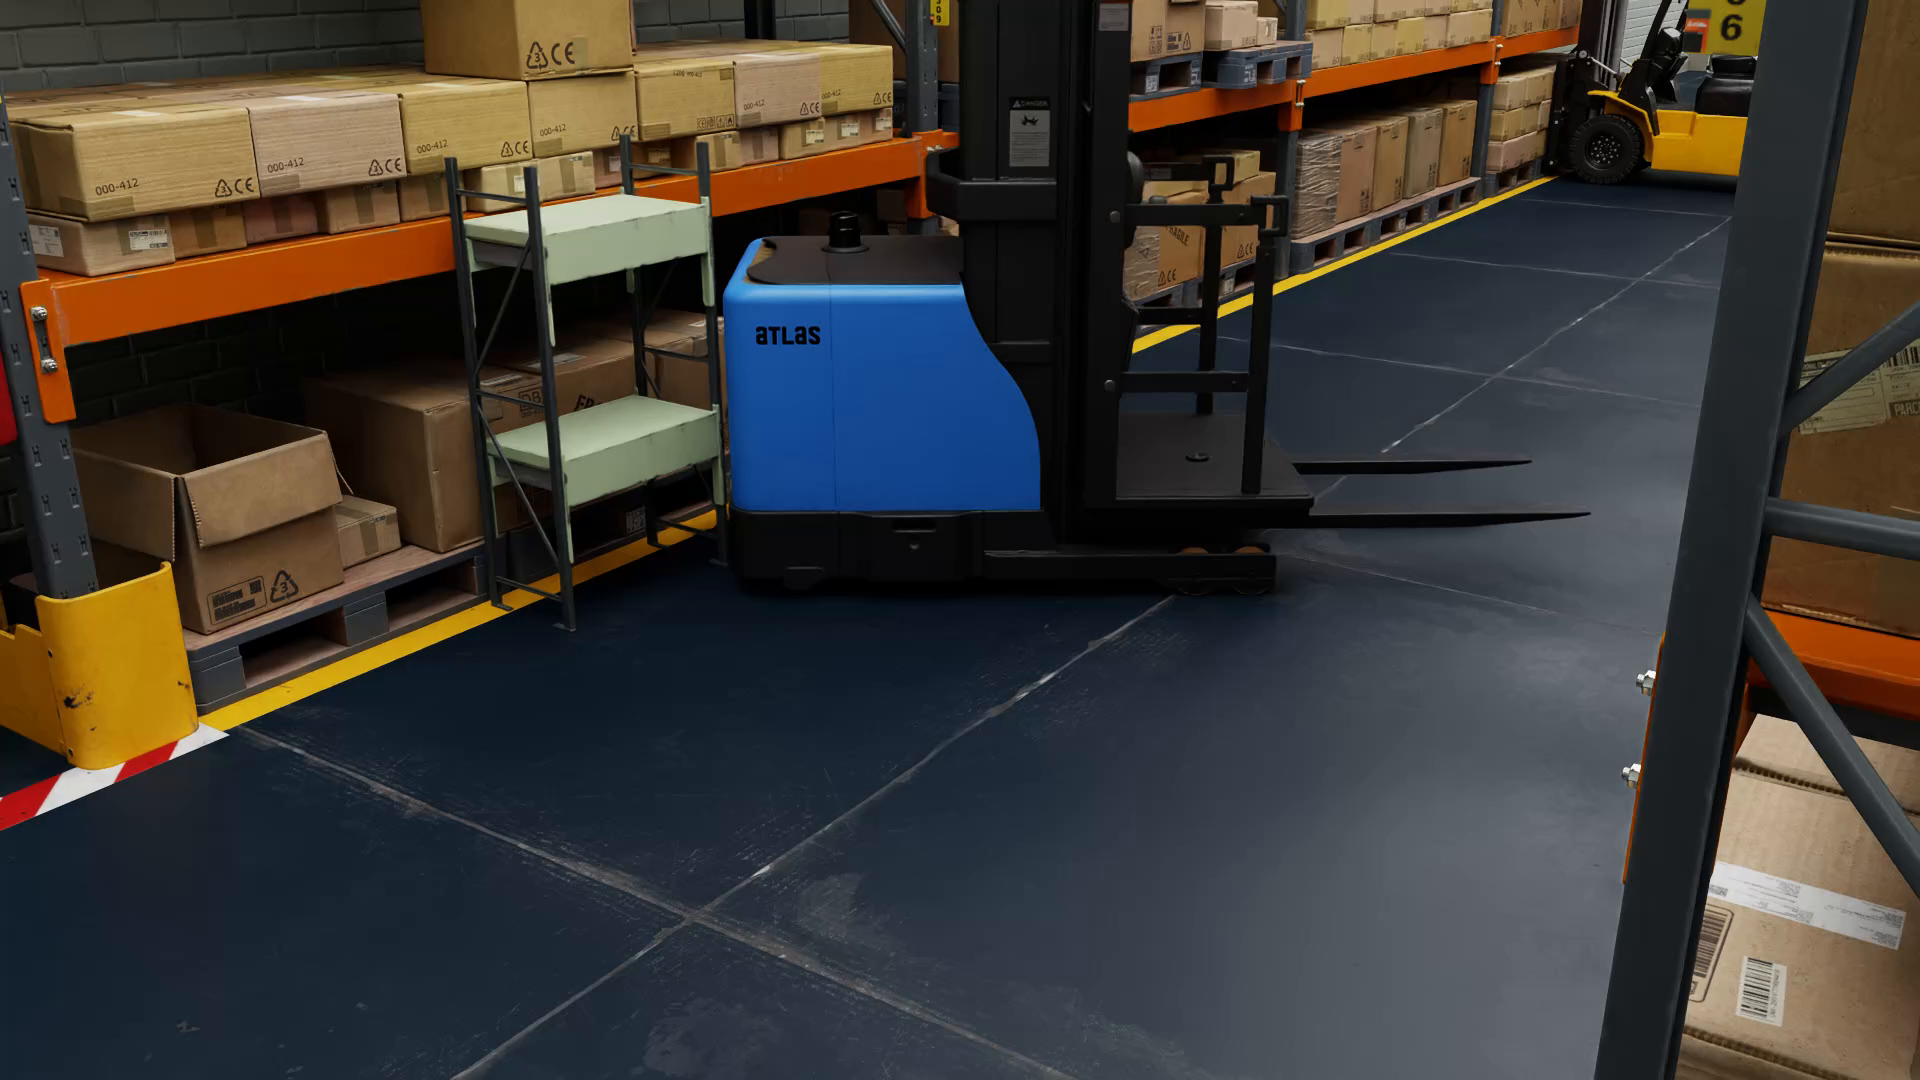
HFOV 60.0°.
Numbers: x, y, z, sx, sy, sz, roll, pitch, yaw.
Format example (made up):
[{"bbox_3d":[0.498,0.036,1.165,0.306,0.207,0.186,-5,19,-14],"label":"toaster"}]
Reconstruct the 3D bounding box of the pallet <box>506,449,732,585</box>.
[{"bbox_3d":[-1.615,-0.199,6.500,1.003,0.211,1.213,13,24,32],"label":"pallet"}]

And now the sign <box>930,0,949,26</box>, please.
[{"bbox_3d":[-0.090,-2.358,7.068,0.100,0.325,0.005,13,24,32],"label":"sign"}]

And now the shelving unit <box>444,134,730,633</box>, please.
[{"bbox_3d":[-1.213,-0.545,5.576,0.431,1.500,0.755,14,24,33],"label":"shelving unit"}]

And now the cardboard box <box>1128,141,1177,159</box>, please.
[{"bbox_3d":[1.155,-2.443,10.610,0.380,0.149,0.250,15,25,35],"label":"cardboard box"}]

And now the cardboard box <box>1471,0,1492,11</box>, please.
[{"bbox_3d":[3.890,-4.324,13.128,0.500,0.250,0.500,13,24,31],"label":"cardboard box"}]

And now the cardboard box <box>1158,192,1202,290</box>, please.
[{"bbox_3d":[1.064,-1.773,9.731,0.500,0.500,0.500,15,25,34],"label":"cardboard box"}]

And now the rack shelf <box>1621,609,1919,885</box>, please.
[{"bbox_3d":[2.440,-0.178,3.458,1.077,0.370,4.000,13,24,32],"label":"rack shelf"}]

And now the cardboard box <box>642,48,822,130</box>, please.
[{"bbox_3d":[-0.897,-1.785,6.553,0.500,0.250,0.500,13,24,32],"label":"cardboard box"}]

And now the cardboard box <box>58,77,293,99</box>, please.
[{"bbox_3d":[-2.462,-1.309,5.267,0.500,0.250,0.500,13,24,32],"label":"cardboard box"}]

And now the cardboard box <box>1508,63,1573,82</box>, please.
[{"bbox_3d":[5.353,-4.244,15.331,0.500,0.250,0.500,13,24,31],"label":"cardboard box"}]

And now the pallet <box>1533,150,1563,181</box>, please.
[{"bbox_3d":[5.121,-3.615,15.733,1.003,0.211,1.213,13,24,32],"label":"pallet"}]

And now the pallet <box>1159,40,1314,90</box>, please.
[{"bbox_3d":[1.383,-2.905,10.072,1.213,0.211,1.003,13,24,32],"label":"pallet"}]

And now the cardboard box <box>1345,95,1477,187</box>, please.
[{"bbox_3d":[3.670,-3.282,13.633,0.875,0.625,0.625,15,25,34],"label":"cardboard box"}]

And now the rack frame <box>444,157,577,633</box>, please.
[{"bbox_3d":[-1.426,-0.442,5.297,0.400,1.500,0.023,14,24,33],"label":"rack frame"}]

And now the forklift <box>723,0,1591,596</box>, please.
[{"bbox_3d":[0.713,-1.366,5.732,3.031,2.935,1.130,0,20,-1],"label":"forklift"}]

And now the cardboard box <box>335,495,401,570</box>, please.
[{"bbox_3d":[-2.098,-0.039,5.551,0.380,0.149,0.250,12,24,30],"label":"cardboard box"}]

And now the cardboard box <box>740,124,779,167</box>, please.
[{"bbox_3d":[-0.938,-1.569,6.545,0.380,0.149,0.250,14,24,33],"label":"cardboard box"}]

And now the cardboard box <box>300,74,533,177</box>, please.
[{"bbox_3d":[-1.748,-1.346,5.367,0.500,0.250,0.500,13,24,31],"label":"cardboard box"}]

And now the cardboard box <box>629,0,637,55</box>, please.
[{"bbox_3d":[-1.600,-2.101,6.328,0.500,0.500,0.500,13,24,30],"label":"cardboard box"}]

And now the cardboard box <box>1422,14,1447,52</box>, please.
[{"bbox_3d":[3.305,-3.803,12.440,0.500,0.250,0.500,13,24,32],"label":"cardboard box"}]

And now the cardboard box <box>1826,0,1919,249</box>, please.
[{"bbox_3d":[1.390,-0.642,2.091,0.500,0.500,0.500,14,25,34],"label":"cardboard box"}]

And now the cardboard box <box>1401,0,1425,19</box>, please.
[{"bbox_3d":[3.015,-3.889,11.950,0.500,0.250,0.500,14,24,33],"label":"cardboard box"}]

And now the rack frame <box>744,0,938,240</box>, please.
[{"bbox_3d":[-0.543,-2.056,7.499,1.000,3.000,0.127,13,24,32],"label":"rack frame"}]

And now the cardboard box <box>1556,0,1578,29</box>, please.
[{"bbox_3d":[5.283,-4.913,15.078,0.500,0.500,0.500,13,24,32],"label":"cardboard box"}]

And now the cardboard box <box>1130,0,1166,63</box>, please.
[{"bbox_3d":[0.646,-2.769,8.676,0.700,0.500,0.500,13,24,32],"label":"cardboard box"}]

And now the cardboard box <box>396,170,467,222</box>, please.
[{"bbox_3d":[-1.819,-1.133,5.367,0.380,0.149,0.250,14,24,33],"label":"cardboard box"}]

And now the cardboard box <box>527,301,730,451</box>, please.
[{"bbox_3d":[-1.273,-0.625,6.629,0.700,0.500,0.500,12,24,30],"label":"cardboard box"}]

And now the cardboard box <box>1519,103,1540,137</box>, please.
[{"bbox_3d":[4.763,-3.716,14.626,0.500,0.250,0.500,13,24,32],"label":"cardboard box"}]

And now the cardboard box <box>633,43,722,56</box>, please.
[{"bbox_3d":[-1.321,-1.890,6.839,0.500,0.250,0.500,13,24,31],"label":"cardboard box"}]

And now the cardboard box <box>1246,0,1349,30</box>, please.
[{"bbox_3d":[2.178,-3.442,10.743,0.500,0.250,0.500,13,24,32],"label":"cardboard box"}]

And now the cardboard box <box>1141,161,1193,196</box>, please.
[{"bbox_3d":[1.139,-2.123,9.743,0.380,0.149,0.250,14,25,33],"label":"cardboard box"}]

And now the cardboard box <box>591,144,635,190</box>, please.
[{"bbox_3d":[-1.395,-1.358,5.974,0.380,0.149,0.250,13,24,32],"label":"cardboard box"}]

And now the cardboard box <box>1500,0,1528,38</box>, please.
[{"bbox_3d":[4.420,-4.474,13.893,0.500,0.500,0.500,13,24,30],"label":"cardboard box"}]

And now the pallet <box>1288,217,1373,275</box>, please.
[{"bbox_3d":[2.201,-2.124,11.703,1.003,0.211,1.213,13,24,32],"label":"pallet"}]

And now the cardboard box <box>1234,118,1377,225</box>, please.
[{"bbox_3d":[2.428,-2.652,11.928,0.875,0.625,0.625,14,25,34],"label":"cardboard box"}]

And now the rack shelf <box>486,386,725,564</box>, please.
[{"bbox_3d":[-1.213,-0.239,5.690,0.431,0.370,0.720,14,24,33],"label":"rack shelf"}]

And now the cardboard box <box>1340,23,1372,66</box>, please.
[{"bbox_3d":[2.444,-3.356,11.230,0.500,0.250,0.500,13,24,31],"label":"cardboard box"}]

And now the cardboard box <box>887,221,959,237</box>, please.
[{"bbox_3d":[-0.121,-1.436,7.885,0.380,0.149,0.250,15,25,34],"label":"cardboard box"}]

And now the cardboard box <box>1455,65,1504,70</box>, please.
[{"bbox_3d":[4.639,-4.197,15.205,0.500,0.250,0.500,13,24,32],"label":"cardboard box"}]

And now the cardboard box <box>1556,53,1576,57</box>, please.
[{"bbox_3d":[6.202,-4.682,16.516,0.500,0.250,0.500,14,25,34],"label":"cardboard box"}]

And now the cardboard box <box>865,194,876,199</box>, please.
[{"bbox_3d":[-0.301,-1.694,8.584,0.380,0.149,0.250,14,24,32],"label":"cardboard box"}]

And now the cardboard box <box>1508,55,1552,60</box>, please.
[{"bbox_3d":[5.498,-4.630,16.375,0.500,0.250,0.500,13,24,32],"label":"cardboard box"}]

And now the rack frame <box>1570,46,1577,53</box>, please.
[{"bbox_3d":[6.203,-5.499,16.807,1.000,3.000,0.127,13,24,32],"label":"rack frame"}]

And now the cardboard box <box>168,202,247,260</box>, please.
[{"bbox_3d":[-2.275,-0.913,4.772,0.380,0.149,0.250,14,24,33],"label":"cardboard box"}]

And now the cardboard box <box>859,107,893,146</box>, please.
[{"bbox_3d":[-0.513,-1.797,7.162,0.380,0.149,0.250,14,24,33],"label":"cardboard box"}]

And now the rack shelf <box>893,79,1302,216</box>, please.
[{"bbox_3d":[0.581,-2.292,9.175,1.077,0.370,4.000,13,24,32],"label":"rack shelf"}]

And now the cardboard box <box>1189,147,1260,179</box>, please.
[{"bbox_3d":[1.637,-2.341,10.333,0.380,0.149,0.250,12,23,29],"label":"cardboard box"}]

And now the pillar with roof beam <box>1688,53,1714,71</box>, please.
[{"bbox_3d":[15.372,-10.892,22.740,9.100,9.000,0.400,13,24,32],"label":"pillar with roof beam"}]

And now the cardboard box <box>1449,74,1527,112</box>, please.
[{"bbox_3d":[4.486,-3.805,14.145,0.500,0.250,0.500,13,24,31],"label":"cardboard box"}]

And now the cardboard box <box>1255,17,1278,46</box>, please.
[{"bbox_3d":[1.654,-3.019,9.860,0.380,0.149,0.250,14,24,33],"label":"cardboard box"}]

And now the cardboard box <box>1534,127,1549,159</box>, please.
[{"bbox_3d":[5.049,-3.632,15.118,0.500,0.250,0.500,14,24,33],"label":"cardboard box"}]
